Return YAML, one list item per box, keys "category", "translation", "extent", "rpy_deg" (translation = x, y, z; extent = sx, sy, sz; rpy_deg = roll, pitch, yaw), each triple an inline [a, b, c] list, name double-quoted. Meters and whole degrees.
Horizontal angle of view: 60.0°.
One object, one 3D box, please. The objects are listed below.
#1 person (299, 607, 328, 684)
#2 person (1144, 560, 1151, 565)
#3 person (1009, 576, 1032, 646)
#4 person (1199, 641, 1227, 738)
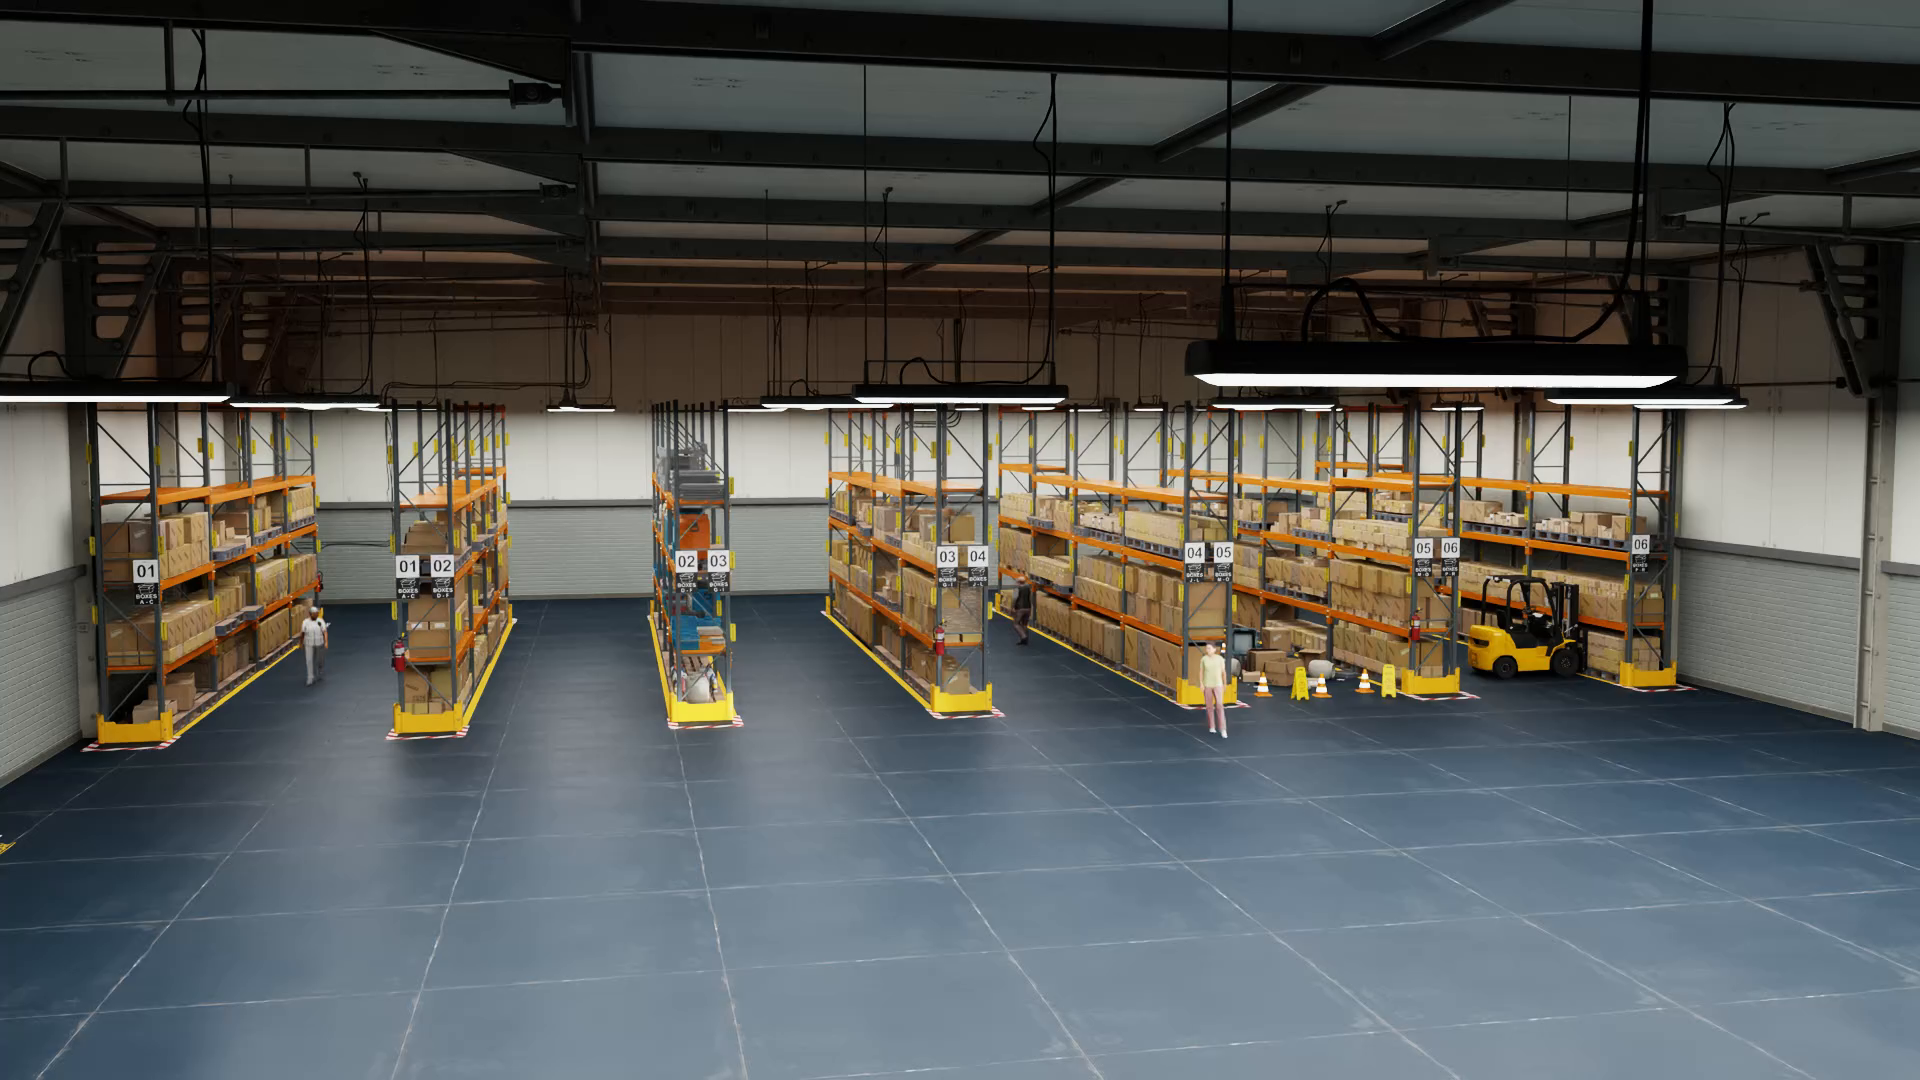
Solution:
- category: "person"
  translation: [-13.803, 2.227, 35.510]
  extent: [0.578, 1.600, 1.064]
  rpy_deg: [-2, 5, -21]
- category: "person"
  translation: [5.249, 1.321, 46.514]
  extent: [0.612, 1.731, 0.978]
  rpy_deg: [0, 4, 4]
- category: "person"
  translation: [1.584, 1.767, 41.356]
  extent: [0.598, 1.699, 0.591]
  rpy_deg: [-3, 5, -36]
- category: "person"
  translation: [4.538, 2.647, 29.745]
  extent: [0.559, 1.673, 0.650]
  rpy_deg: [1, 4, 15]
